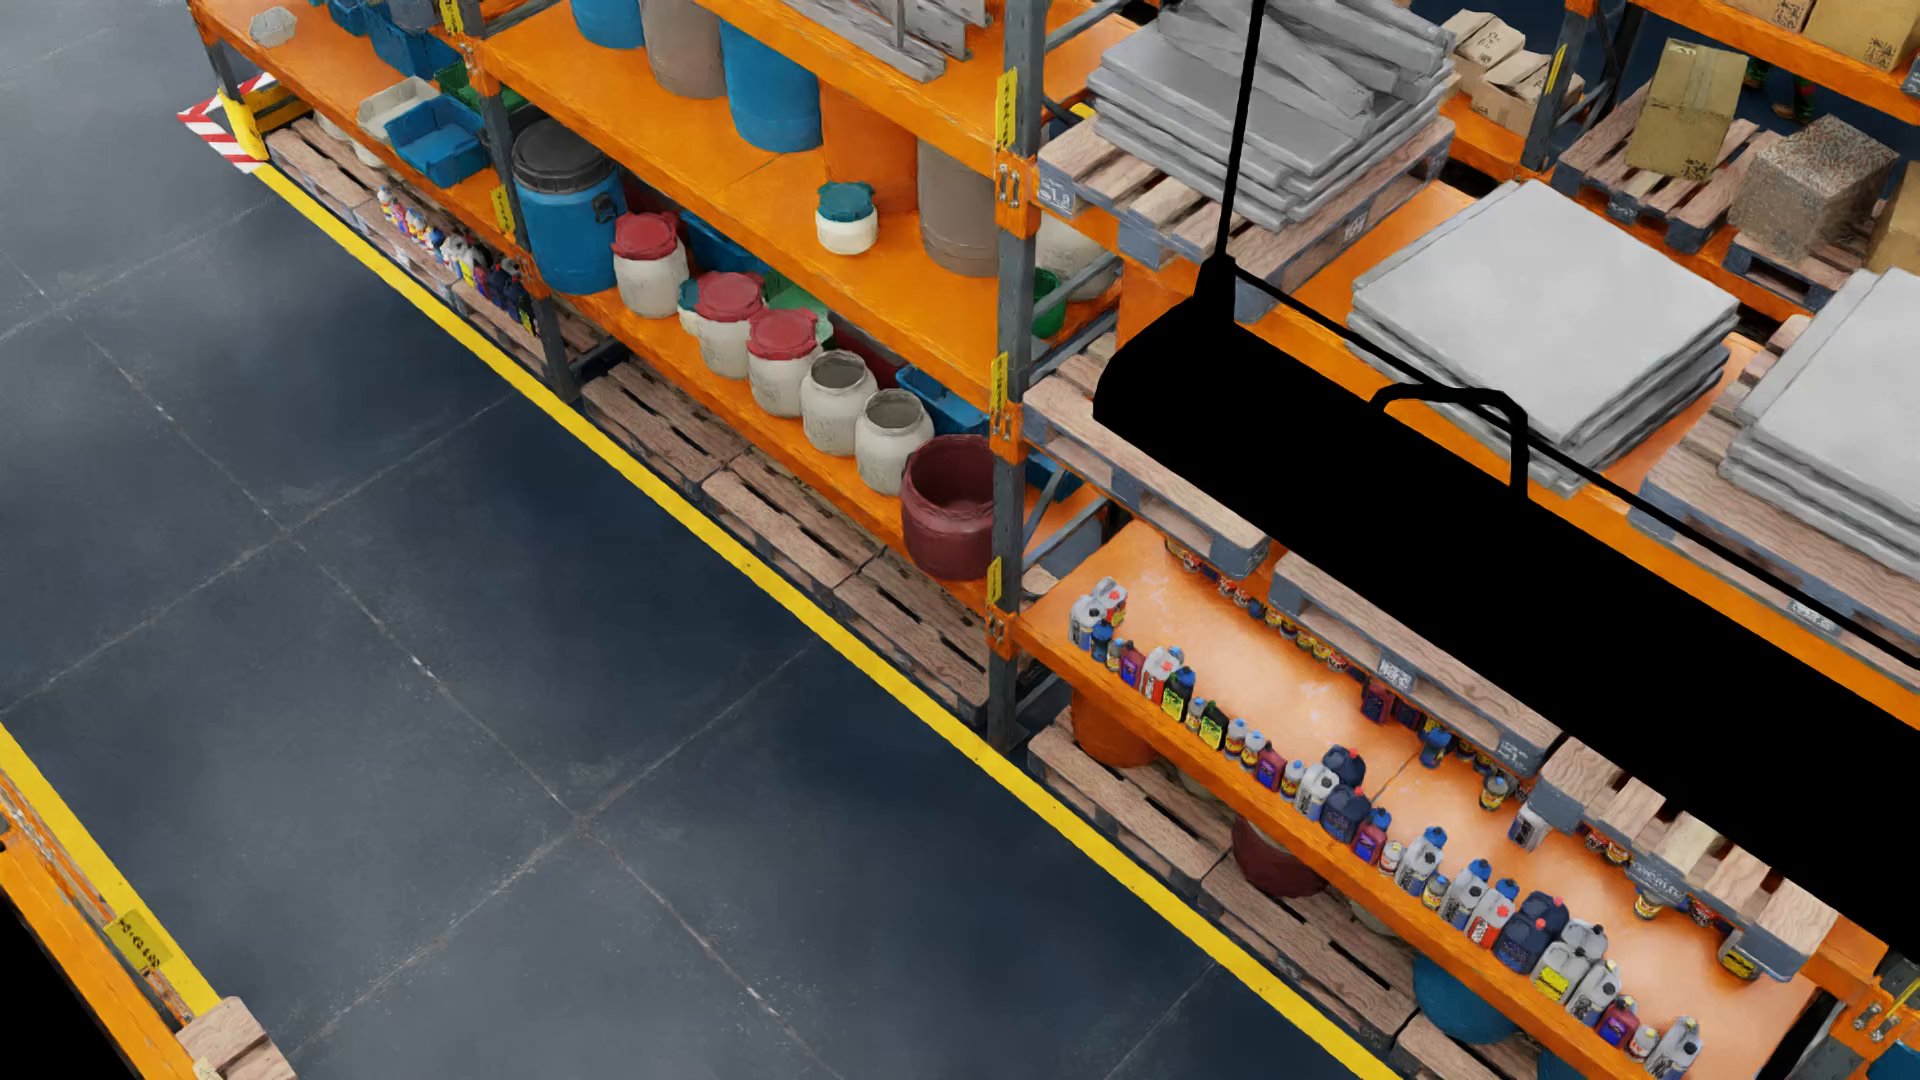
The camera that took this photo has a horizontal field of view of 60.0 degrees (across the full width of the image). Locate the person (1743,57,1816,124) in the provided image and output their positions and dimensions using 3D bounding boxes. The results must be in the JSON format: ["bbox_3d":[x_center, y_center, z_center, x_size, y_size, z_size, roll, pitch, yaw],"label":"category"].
[{"bbox_3d":[6.450,-4.102,12.701,0.810,1.728,0.710,33,57,24],"label":"person"}]
